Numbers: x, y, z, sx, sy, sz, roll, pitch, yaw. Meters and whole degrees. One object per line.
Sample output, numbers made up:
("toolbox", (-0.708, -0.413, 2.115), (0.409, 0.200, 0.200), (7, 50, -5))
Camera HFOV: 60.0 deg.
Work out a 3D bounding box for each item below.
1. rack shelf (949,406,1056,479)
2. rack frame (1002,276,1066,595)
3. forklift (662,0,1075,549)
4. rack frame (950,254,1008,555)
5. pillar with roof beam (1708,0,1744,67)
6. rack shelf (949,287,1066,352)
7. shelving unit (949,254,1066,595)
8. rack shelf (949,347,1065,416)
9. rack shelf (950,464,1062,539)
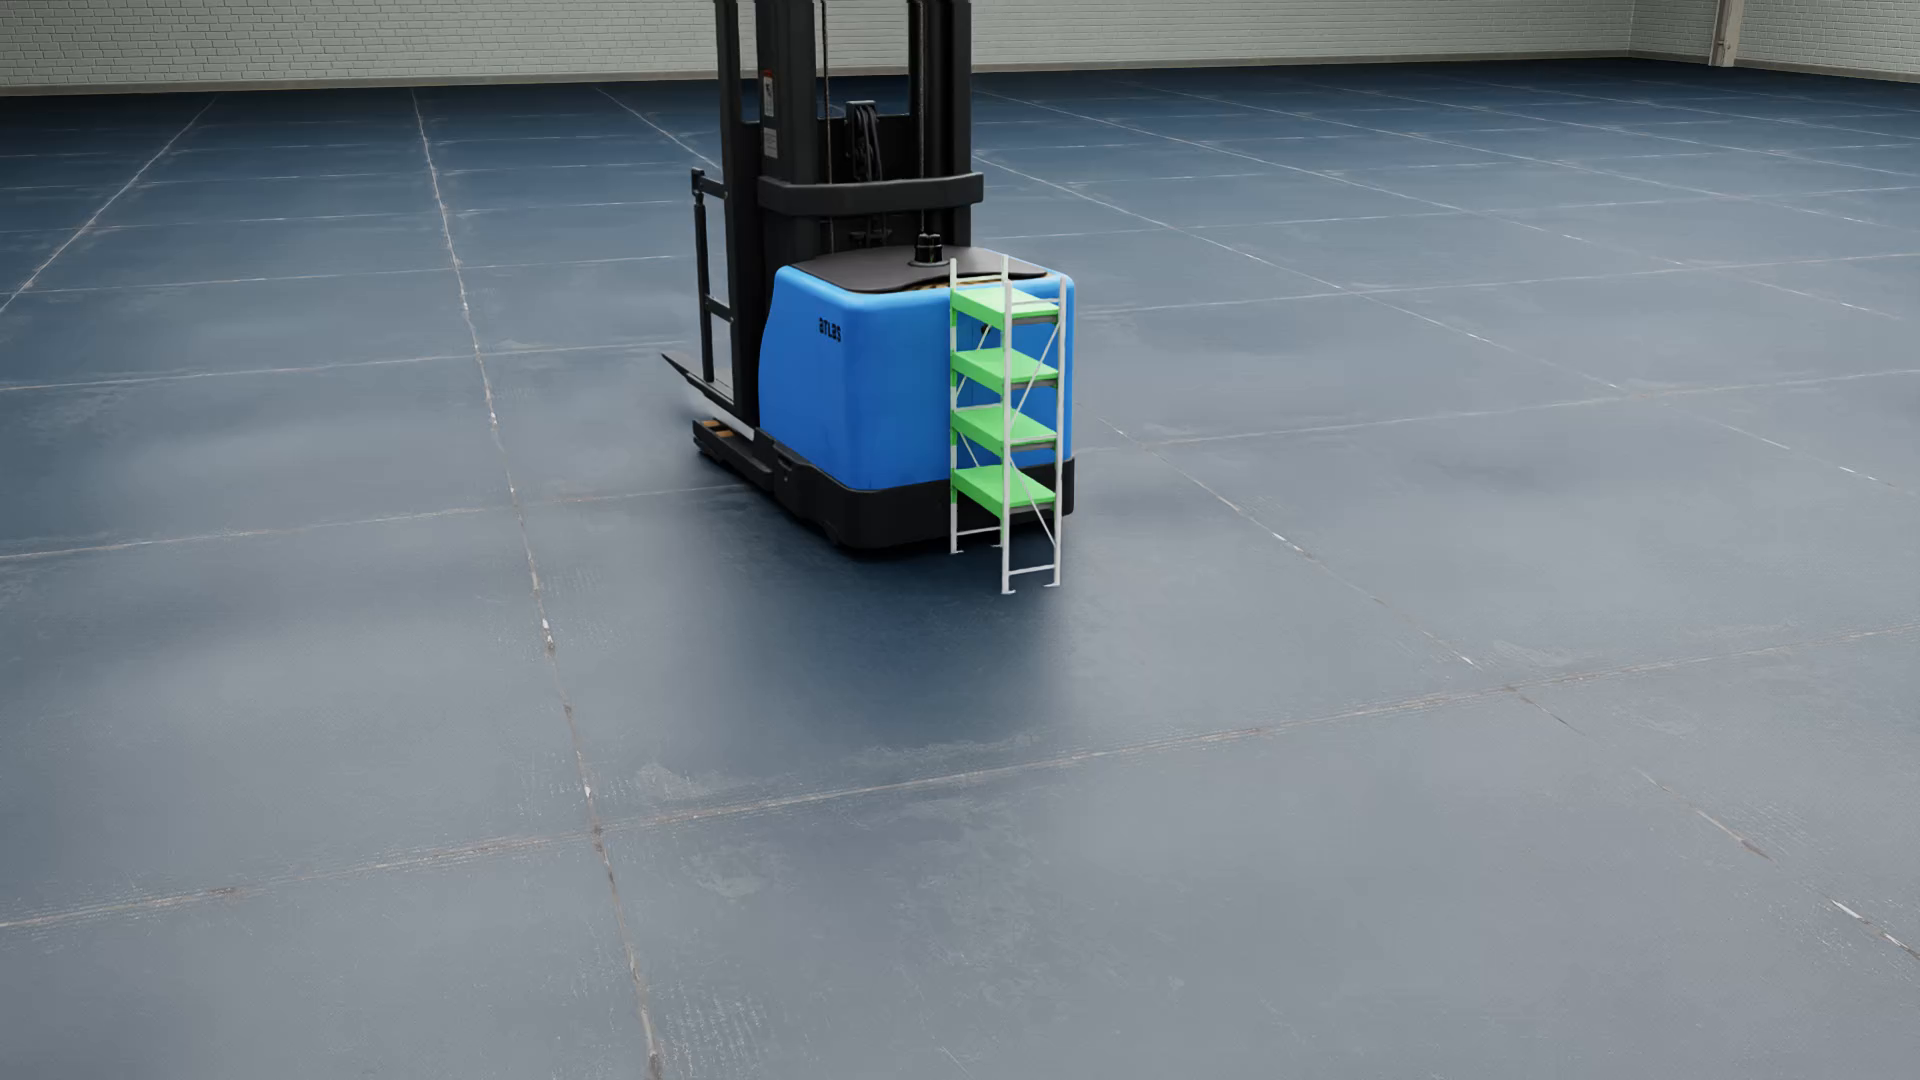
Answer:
("rack shelf", (0.173, -0.389, 6.413), (0.258, 0.148, 0.480), (-9, 21, -23))
("rack frame", (0.273, -0.374, 6.182), (0.240, 1.200, 0.015), (-9, 21, -23))
("forklift", (-0.642, -1.799, 7.589), (1.130, 2.935, 3.031), (-10, 22, -26))
("rack frame", (0.074, -0.524, 6.601), (0.240, 1.200, 0.015), (-9, 21, -23))
("pillar with roof beam", (11.267, -13.340, 30.743), (9.100, 9.000, 0.400), (-6, 21, -17))
("rack shelf", (0.173, -0.841, 6.251), (0.258, 0.148, 0.480), (-9, 21, -23))
("shelving unit", (0.173, -0.449, 6.391), (0.258, 1.200, 0.503), (-9, 21, -23))
("rack shelf", (0.173, -0.615, 6.332), (0.258, 0.148, 0.480), (-9, 21, -23))
("rack shelf", (0.173, -0.163, 6.494), (0.258, 0.148, 0.480), (-9, 21, -23))
